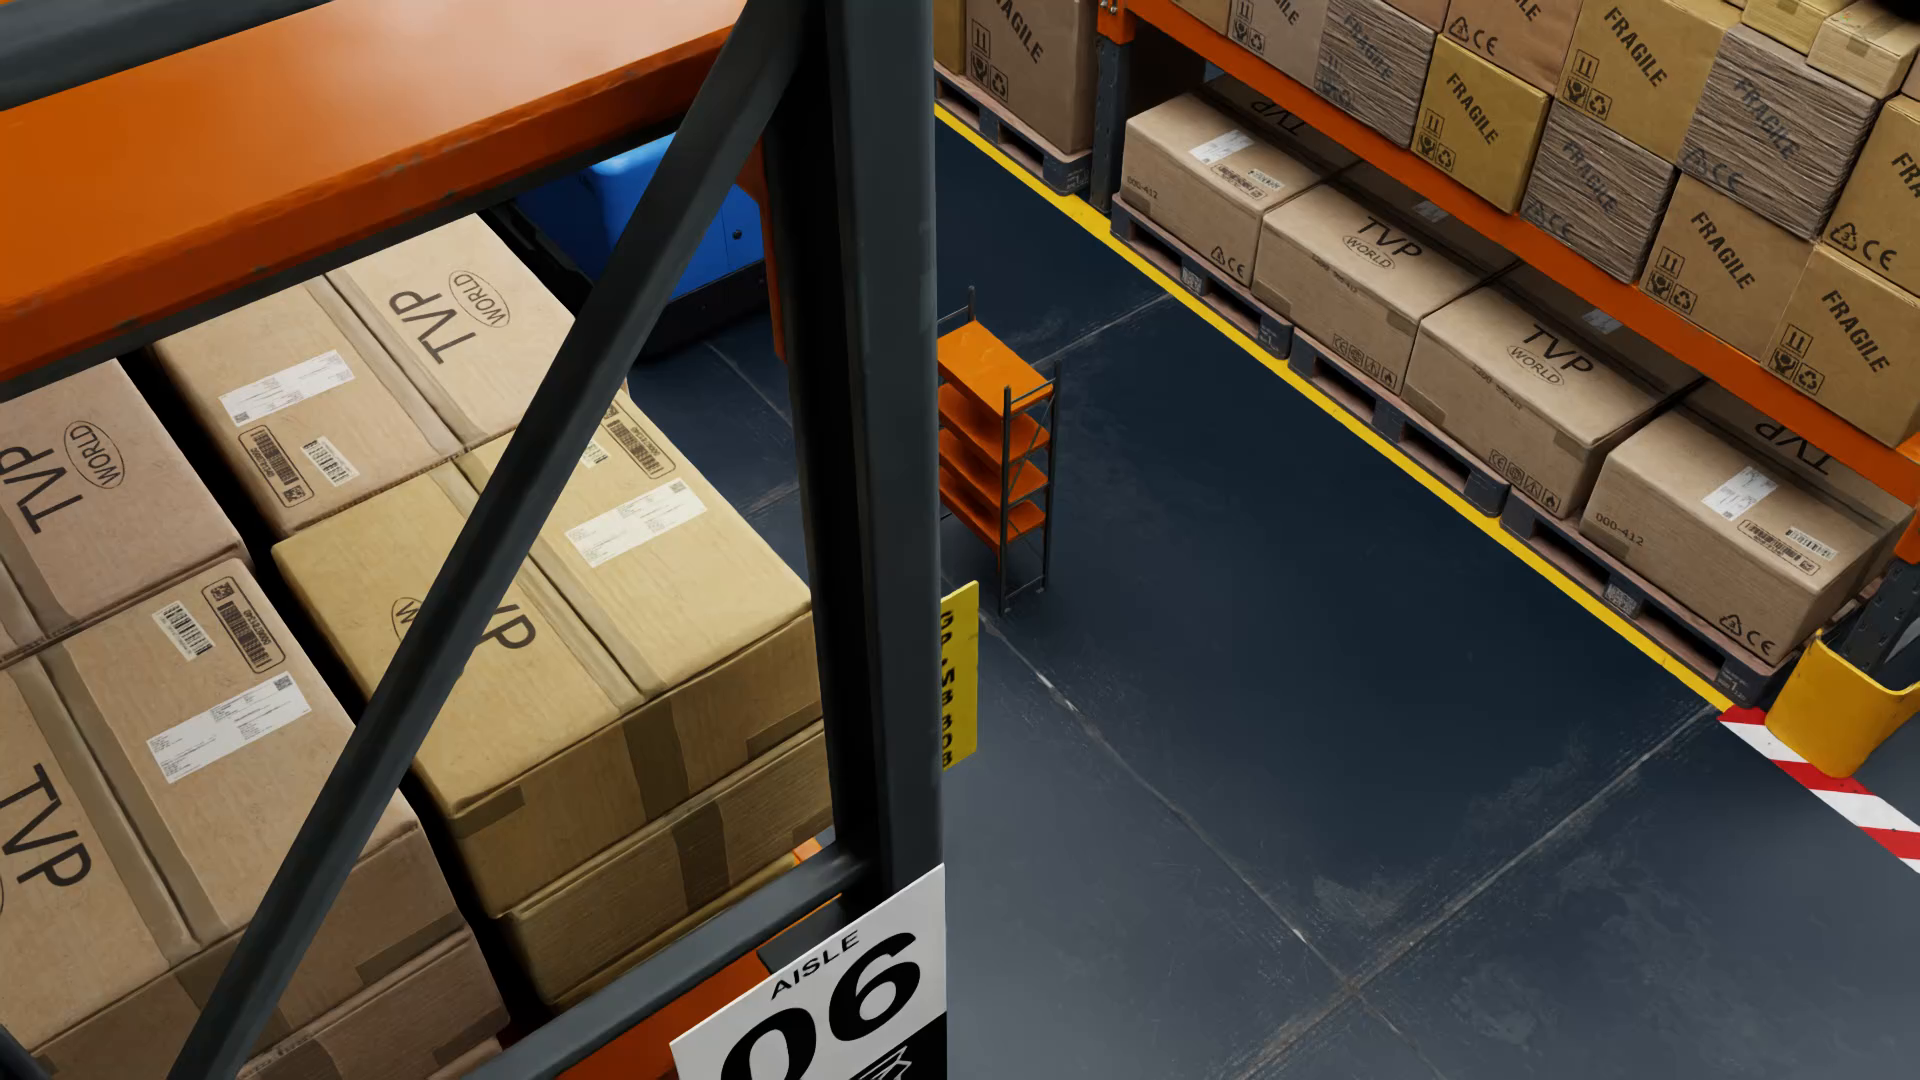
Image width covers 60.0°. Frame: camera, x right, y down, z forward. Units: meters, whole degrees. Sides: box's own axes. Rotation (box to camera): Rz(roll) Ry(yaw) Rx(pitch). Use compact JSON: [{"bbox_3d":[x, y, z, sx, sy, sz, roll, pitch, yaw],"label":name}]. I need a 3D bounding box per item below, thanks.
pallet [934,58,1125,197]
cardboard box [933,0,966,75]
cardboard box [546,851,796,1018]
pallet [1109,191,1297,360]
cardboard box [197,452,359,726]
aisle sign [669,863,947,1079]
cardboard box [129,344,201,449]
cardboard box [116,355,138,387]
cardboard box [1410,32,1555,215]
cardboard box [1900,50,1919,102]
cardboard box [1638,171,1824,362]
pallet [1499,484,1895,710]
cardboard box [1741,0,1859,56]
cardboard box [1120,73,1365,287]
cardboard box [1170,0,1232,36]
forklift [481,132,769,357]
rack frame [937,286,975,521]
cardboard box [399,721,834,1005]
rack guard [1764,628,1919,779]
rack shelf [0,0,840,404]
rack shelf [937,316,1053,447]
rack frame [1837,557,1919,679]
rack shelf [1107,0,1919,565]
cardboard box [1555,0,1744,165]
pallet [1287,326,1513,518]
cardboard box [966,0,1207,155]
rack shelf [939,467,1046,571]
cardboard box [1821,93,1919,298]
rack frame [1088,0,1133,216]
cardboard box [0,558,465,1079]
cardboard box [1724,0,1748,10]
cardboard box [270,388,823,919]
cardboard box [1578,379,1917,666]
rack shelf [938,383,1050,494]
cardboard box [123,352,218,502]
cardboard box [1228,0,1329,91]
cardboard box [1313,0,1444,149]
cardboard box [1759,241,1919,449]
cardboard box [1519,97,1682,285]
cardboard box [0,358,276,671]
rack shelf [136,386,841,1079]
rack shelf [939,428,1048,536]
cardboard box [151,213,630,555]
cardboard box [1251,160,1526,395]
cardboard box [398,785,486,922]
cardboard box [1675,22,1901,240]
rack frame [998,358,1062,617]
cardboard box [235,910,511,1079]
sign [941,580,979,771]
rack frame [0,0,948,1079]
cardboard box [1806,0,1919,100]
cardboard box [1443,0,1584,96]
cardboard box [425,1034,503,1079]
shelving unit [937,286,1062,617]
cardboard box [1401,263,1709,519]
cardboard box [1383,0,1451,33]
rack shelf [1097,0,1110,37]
[{"bbox_3d":[0.547,-2.351,8.738,1.003,0.211,1.213,-29,54,-24],"label":"pallet"},{"bbox_3d":[0.082,-3.153,8.733,0.875,0.875,0.875,-28,54,-23],"label":"cardboard box"},{"bbox_3d":[-0.460,0.505,2.411,0.380,0.149,0.250,-28,54,-23],"label":"cardboard box"},{"bbox_3d":[1.472,-1.446,7.918,1.003,0.211,1.213,-29,54,-24],"label":"pallet"},{"bbox_3d":[-0.827,-0.011,2.610,0.500,0.250,0.500,-28,54,-23],"label":"cardboard box"},{"bbox_3d":[-0.177,0.756,2.284,0.394,0.787,0.004,-29,54,-24],"label":"aisle sign"},{"bbox_3d":[-1.129,-0.477,2.695,0.500,0.250,0.500,-30,55,-25],"label":"cardboard box"},{"bbox_3d":[-1.459,-0.613,3.156,0.500,0.250,0.500,-30,55,-25],"label":"cardboard box"},{"bbox_3d":[2.059,-1.607,6.114,0.500,0.500,0.500,-28,54,-23],"label":"cardboard box"},{"bbox_3d":[2.947,-1.356,4.773,0.380,0.149,0.250,-28,54,-23],"label":"cardboard box"},{"bbox_3d":[2.702,-1.010,5.572,0.500,0.500,0.500,-30,55,-25],"label":"cardboard box"},{"bbox_3d":[2.950,-0.008,6.613,1.003,0.211,1.213,-29,54,-24],"label":"pallet"},{"bbox_3d":[2.604,-1.637,5.028,0.380,0.149,0.250,-28,54,-23],"label":"cardboard box"},{"bbox_3d":[1.369,-1.729,7.737,0.875,0.438,0.875,-30,54,-24],"label":"cardboard box"},{"bbox_3d":[1.150,-2.506,6.929,0.500,0.500,0.500,-28,54,-23],"label":"cardboard box"},{"bbox_3d":[-1.945,-2.843,7.348,1.130,2.935,3.031,-30,54,-24],"label":"forklift"},{"bbox_3d":[-0.047,-0.449,6.346,0.240,1.200,0.015,-29,54,-24],"label":"rack frame"},{"bbox_3d":[-0.503,0.280,2.347,0.500,0.250,0.500,-30,54,-24],"label":"cardboard box"},{"bbox_3d":[3.511,0.346,6.098,1.175,0.500,0.348,-29,54,-24],"label":"rack guard"},{"bbox_3d":[-1.663,-1.231,2.278,1.077,0.370,4.000,-29,54,-24],"label":"rack shelf"},{"bbox_3d":[0.100,-0.569,5.925,0.258,0.148,0.480,-29,54,-24],"label":"rack shelf"},{"bbox_3d":[3.496,-0.508,5.185,1.000,3.000,0.127,-29,54,-24],"label":"rack frame"},{"bbox_3d":[2.285,-1.446,6.520,1.077,0.370,4.000,-29,54,-24],"label":"rack shelf"},{"bbox_3d":[2.378,-1.643,5.471,0.500,0.500,0.500,-30,54,-24],"label":"cardboard box"},{"bbox_3d":[2.215,-0.727,7.265,1.003,0.211,1.213,-29,54,-24],"label":"pallet"},{"bbox_3d":[0.635,-2.624,8.253,0.875,0.875,0.875,-28,54,-23],"label":"cardboard box"},{"bbox_3d":[0.100,-0.127,6.413,0.258,0.148,0.480,-29,54,-24],"label":"rack shelf"},{"bbox_3d":[3.015,-1.055,4.938,0.500,0.500,0.500,-28,54,-23],"label":"cardboard box"},{"bbox_3d":[1.074,-2.867,7.323,1.000,3.000,0.127,-29,54,-24],"label":"rack frame"},{"bbox_3d":[-0.943,0.359,1.937,0.500,0.250,0.500,-31,55,-25],"label":"cardboard box"},{"bbox_3d":[2.502,-1.823,5.197,0.380,0.149,0.250,-30,54,-24],"label":"cardboard box"},{"bbox_3d":[-0.521,0.122,2.152,0.500,0.250,0.500,-30,54,-24],"label":"cardboard box"},{"bbox_3d":[3.017,-0.133,6.291,0.875,0.438,0.875,-31,55,-25],"label":"cardboard box"},{"bbox_3d":[0.100,-0.410,6.100,0.258,0.148,0.480,-29,54,-24],"label":"rack shelf"},{"bbox_3d":[-1.127,-0.318,2.888,0.500,0.250,0.500,-31,55,-25],"label":"cardboard box"},{"bbox_3d":[1.451,-2.207,6.658,0.500,0.500,0.500,-29,54,-24],"label":"cardboard box"},{"bbox_3d":[1.747,-1.911,6.389,0.500,0.500,0.500,-29,54,-24],"label":"cardboard box"},{"bbox_3d":[2.993,-0.707,5.298,0.500,0.500,0.500,-29,54,-24],"label":"cardboard box"},{"bbox_3d":[2.382,-1.309,5.843,0.500,0.500,0.500,-28,54,-23],"label":"cardboard box"},{"bbox_3d":[-1.258,0.052,2.215,0.500,0.250,0.500,-31,55,-25],"label":"cardboard box"},{"bbox_3d":[-1.663,-0.224,3.388,1.077,0.370,4.000,-29,54,-24],"label":"rack shelf"},{"bbox_3d":[0.100,-0.260,6.266,0.258,0.148,0.480,-29,54,-24],"label":"rack shelf"},{"bbox_3d":[-0.814,-0.187,2.432,0.500,0.250,0.500,-30,54,-24],"label":"cardboard box"},{"bbox_3d":[1.911,-1.201,7.259,0.875,0.438,0.875,-31,55,-25],"label":"cardboard box"},{"bbox_3d":[-0.640,0.363,2.540,0.380,0.149,0.250,-28,54,-23],"label":"cardboard box"},{"bbox_3d":[2.675,-1.350,5.206,0.500,0.500,0.500,-29,54,-24],"label":"cardboard box"},{"bbox_3d":[0.248,-0.162,6.085,0.240,1.200,0.015,-29,54,-24],"label":"rack frame"},{"bbox_3d":[-0.938,0.524,2.125,0.500,0.250,0.500,-30,55,-25],"label":"cardboard box"},{"bbox_3d":[-0.020,0.176,1.950,0.100,0.325,0.005,-29,54,-24],"label":"sign"},{"bbox_3d":[-0.452,-0.294,0.942,1.000,3.000,0.127,-29,54,-24],"label":"rack frame"},{"bbox_3d":[2.723,-1.470,4.877,0.380,0.149,0.250,-30,54,-24],"label":"cardboard box"},{"bbox_3d":[2.075,-1.940,5.741,0.500,0.500,0.500,-30,54,-24],"label":"cardboard box"},{"bbox_3d":[-0.830,0.713,2.223,0.380,0.149,0.250,-28,54,-23],"label":"cardboard box"},{"bbox_3d":[0.100,-0.305,6.216,0.258,1.200,0.503,-29,54,-24],"label":"shelving unit"},{"bbox_3d":[2.456,-0.669,6.776,0.875,0.438,0.875,-28,54,-23],"label":"cardboard box"},{"bbox_3d":[1.772,-2.239,6.011,0.500,0.500,0.500,-28,54,-23],"label":"cardboard box"},{"bbox_3d":[-0.137,-3.804,8.659,1.077,0.370,4.000,-29,54,-24],"label":"rack shelf"}]
